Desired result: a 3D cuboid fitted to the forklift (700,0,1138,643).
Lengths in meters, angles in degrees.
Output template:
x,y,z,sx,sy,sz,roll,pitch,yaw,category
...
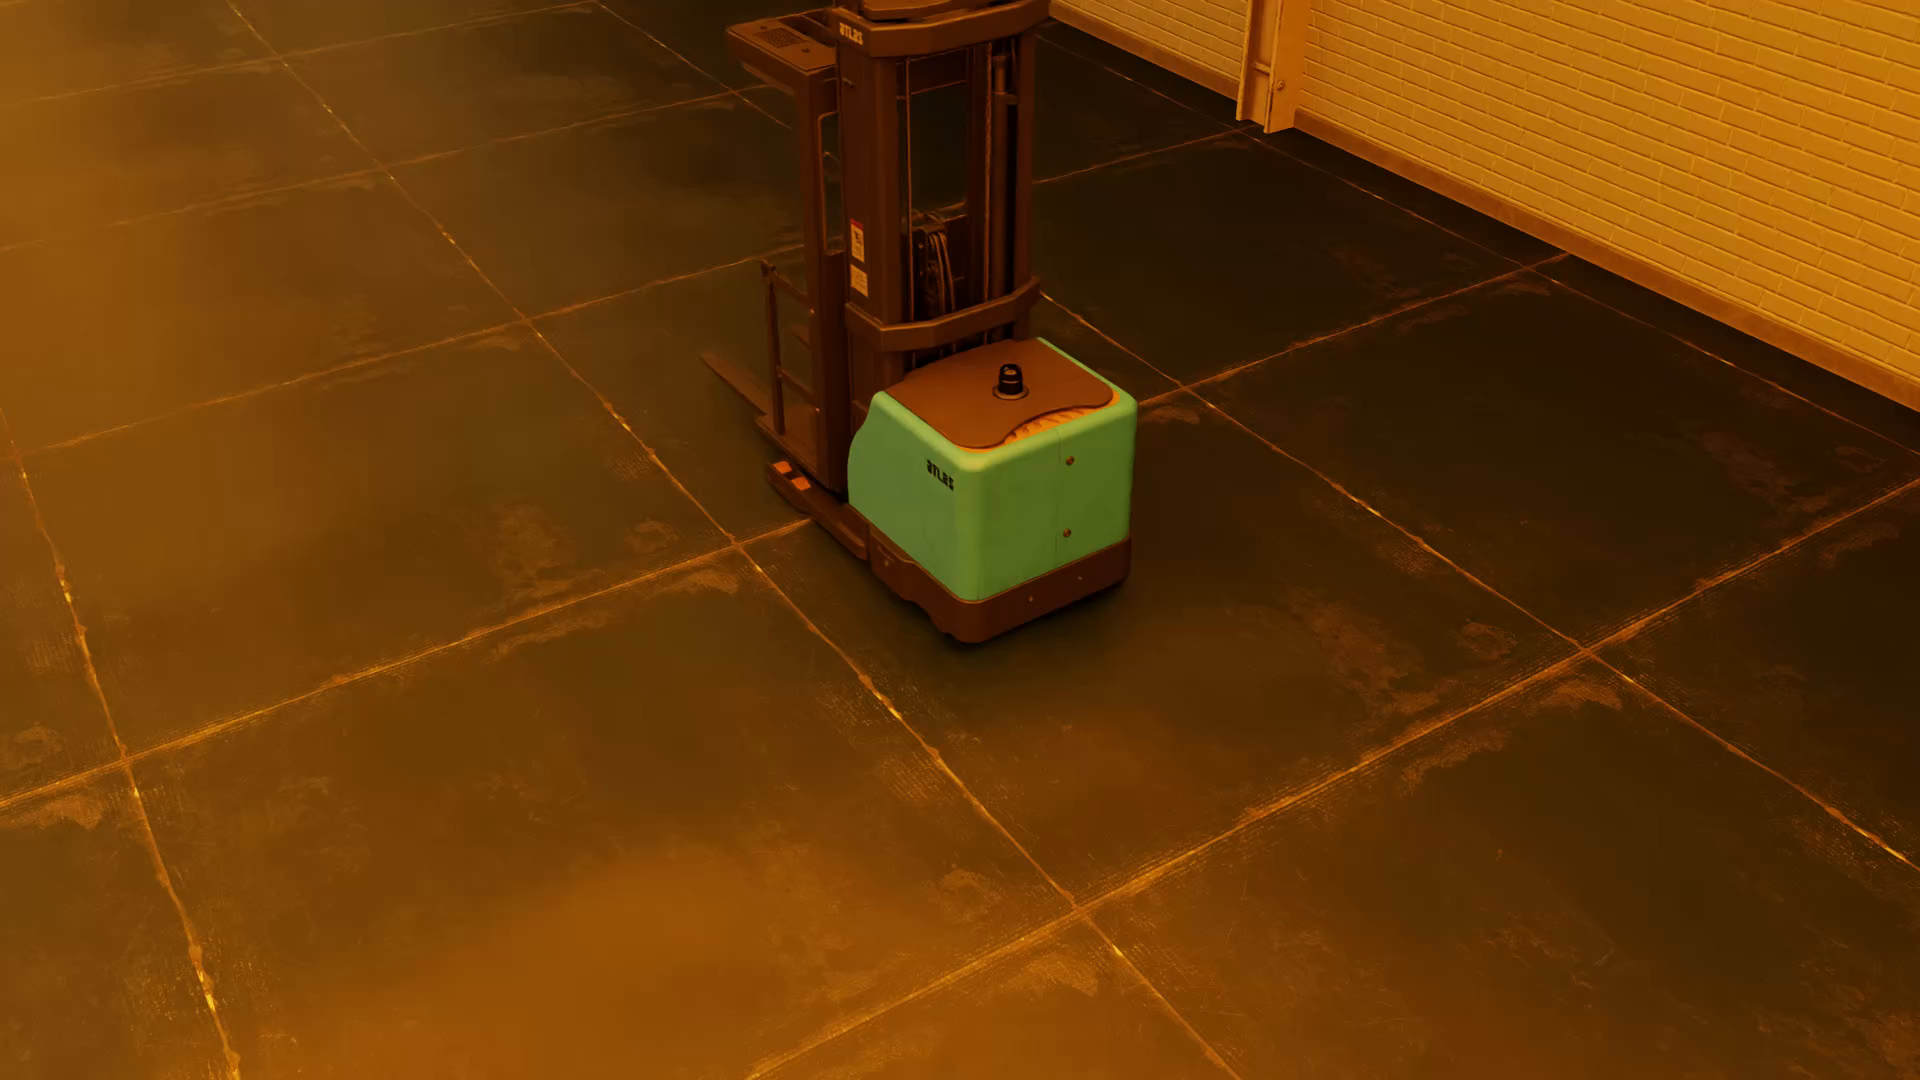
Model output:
x,y,z,sx,sy,sz,roll,pitch,yaw,category
-0.404,-1.514,8.302,1.130,2.935,3.031,-22,41,-28,forklift
